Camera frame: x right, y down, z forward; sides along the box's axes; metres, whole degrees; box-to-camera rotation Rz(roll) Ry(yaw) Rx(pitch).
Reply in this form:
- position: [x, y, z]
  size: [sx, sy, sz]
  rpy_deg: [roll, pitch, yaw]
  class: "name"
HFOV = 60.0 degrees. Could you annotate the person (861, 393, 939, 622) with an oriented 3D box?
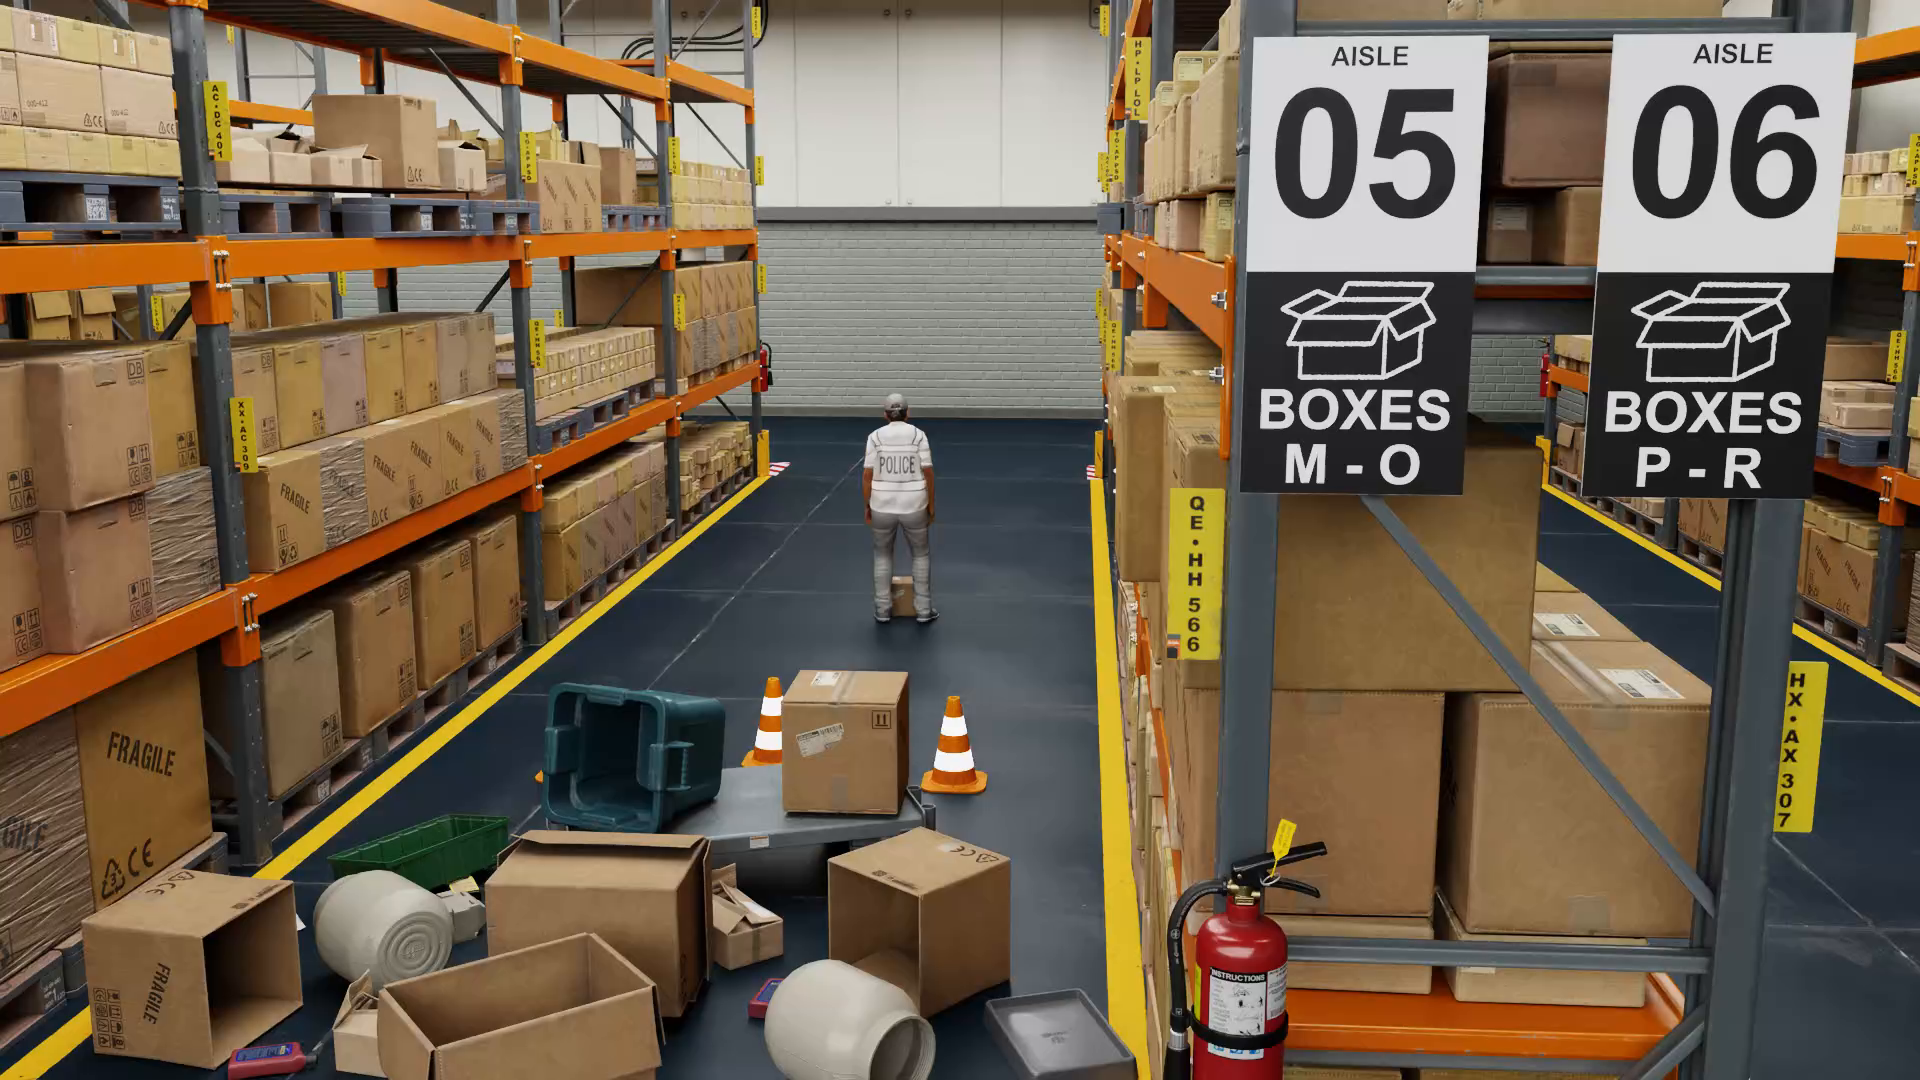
- position: [-0.434, -0.233, 12.126]
  size: [0.556, 1.666, 0.469]
  rpy_deg: [0, 11, 2]
  class: "person"
